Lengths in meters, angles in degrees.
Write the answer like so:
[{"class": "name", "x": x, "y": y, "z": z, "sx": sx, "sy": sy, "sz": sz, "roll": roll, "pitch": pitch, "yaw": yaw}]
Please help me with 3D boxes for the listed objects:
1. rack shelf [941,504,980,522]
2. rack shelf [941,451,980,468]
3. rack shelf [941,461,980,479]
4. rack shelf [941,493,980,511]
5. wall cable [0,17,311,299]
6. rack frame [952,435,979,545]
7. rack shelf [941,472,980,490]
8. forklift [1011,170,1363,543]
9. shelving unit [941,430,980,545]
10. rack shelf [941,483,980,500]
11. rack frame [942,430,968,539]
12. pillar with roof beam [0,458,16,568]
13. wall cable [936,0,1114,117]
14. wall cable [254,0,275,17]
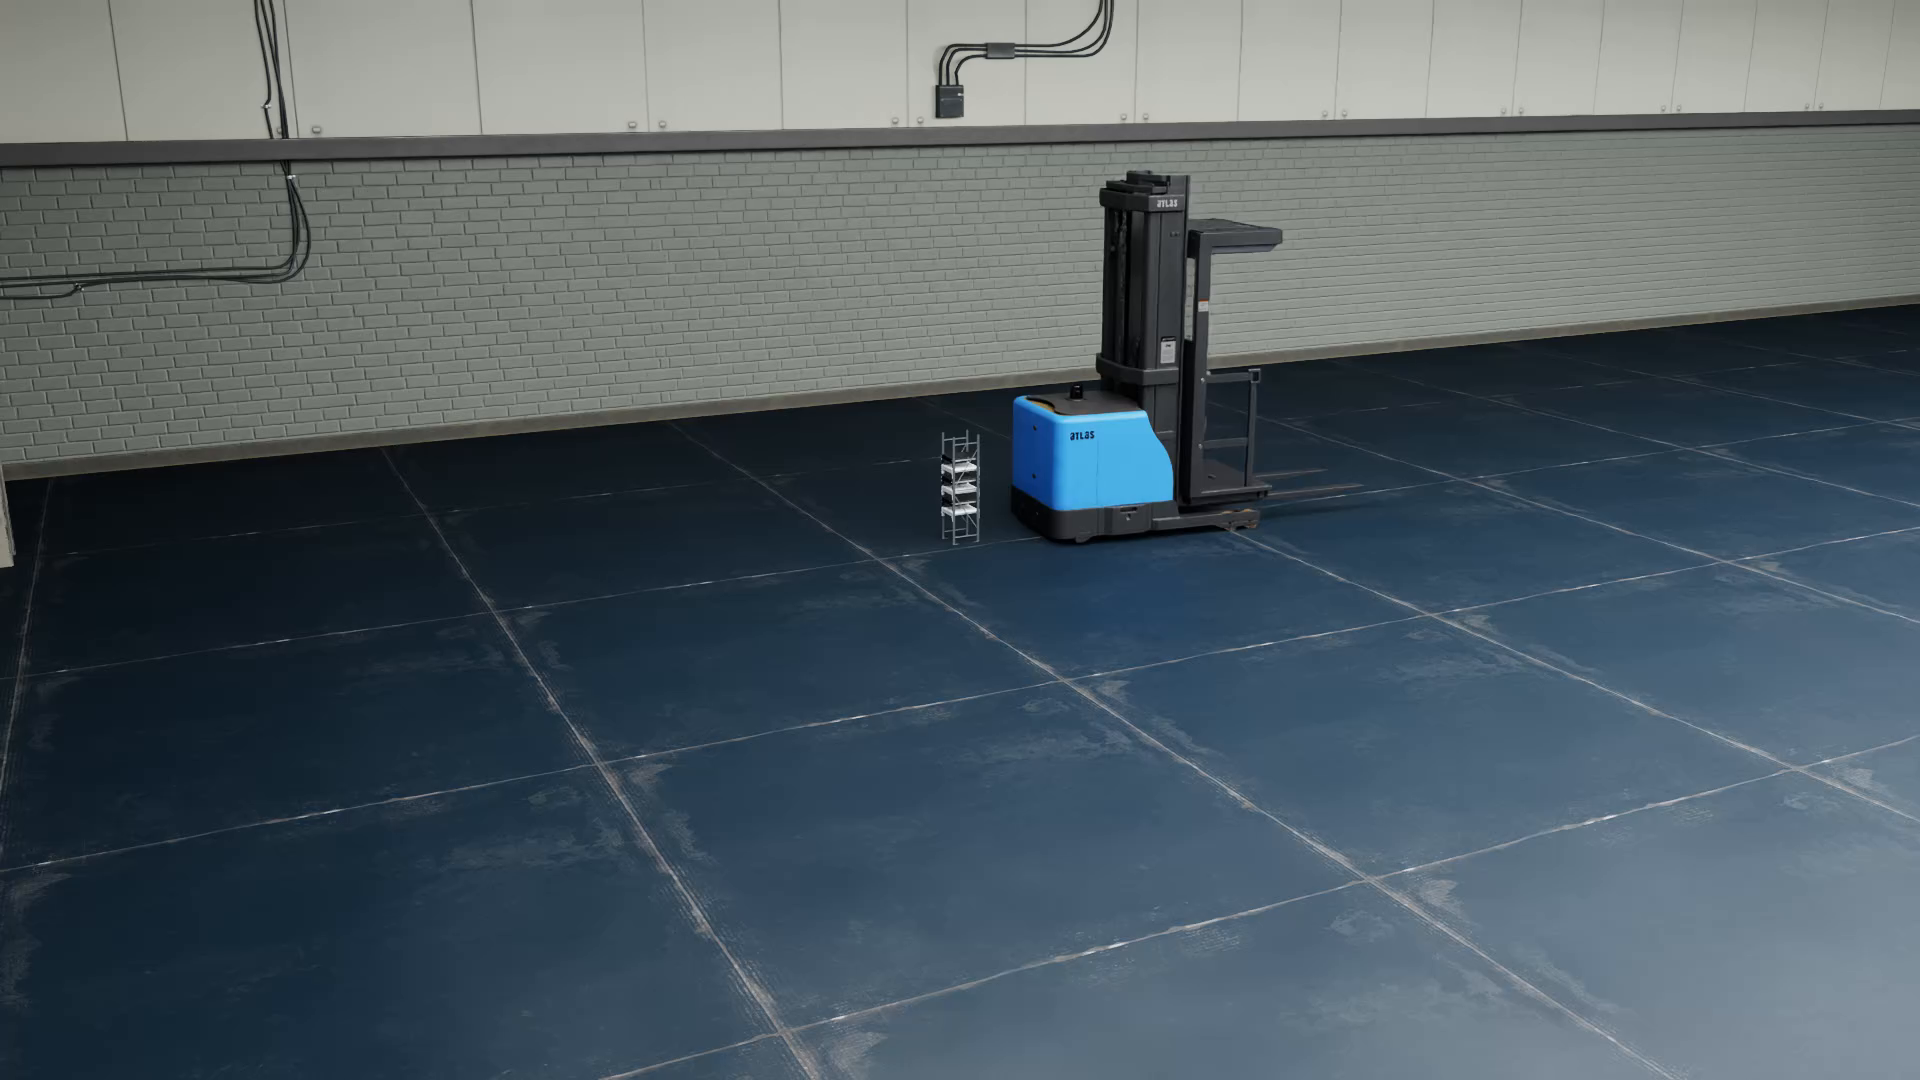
[{"class": "rack shelf", "x": 0.004, "y": -0.225, "z": 13.678, "sx": 0.258, "sy": 0.077, "sz": 0.200, "roll": -8, "pitch": 18, "yaw": -25}, {"class": "rack shelf", "x": 0.004, "y": -0.658, "z": 13.554, "sx": 0.258, "sy": 0.077, "sz": 0.200, "roll": -8, "pitch": 18, "yaw": -25}, {"class": "rack shelf", "x": 0.004, "y": -0.572, "z": 13.579, "sx": 0.258, "sy": 0.077, "sz": 0.200, "roll": -8, "pitch": 18, "yaw": -25}, {"class": "rack shelf", "x": 0.004, "y": -0.312, "z": 13.654, "sx": 0.258, "sy": 0.077, "sz": 0.200, "roll": -8, "pitch": 18, "yaw": -25}, {"class": "wall cable", "x": -7.750, "y": -3.549, "z": 15.434, "sx": 3.097, "sy": 2.526, "sz": 0.112, "roll": -8, "pitch": 18, "yaw": -25}, {"class": "rack frame", "x": 0.048, "y": -0.405, "z": 13.532, "sx": 0.240, "sy": 0.900, "sz": 0.006, "roll": -8, "pitch": 18, "yaw": -25}, {"class": "rack shelf", "x": 0.004, "y": -0.485, "z": 13.604, "sx": 0.258, "sy": 0.077, "sz": 0.200, "roll": -8, "pitch": 18, "yaw": -25}, {"class": "forklift", "x": 2.011, "y": -1.616, "z": 14.069, "sx": 3.031, "sy": 2.935, "sz": 1.130, "roll": -6, "pitch": 17, "yaw": -19}, {"class": "shelving unit", "x": 0.004, "y": -0.431, "z": 13.620, "sx": 0.258, "sy": 0.900, "sz": 0.210, "roll": -8, "pitch": 18, "yaw": -25}, {"class": "rack shelf", "x": 0.004, "y": -0.398, "z": 13.629, "sx": 0.258, "sy": 0.077, "sz": 0.200, "roll": -8, "pitch": 18, "yaw": -25}, {"class": "rack frame", "x": -0.041, "y": -0.456, "z": 13.707, "sx": 0.240, "sy": 0.900, "sz": 0.006, "roll": -8, "pitch": 18, "yaw": -25}, {"class": "pillar with roof beam", "x": -3.779, "y": -4.672, "z": 13.716, "sx": 9.100, "sy": 9.000, "sz": 0.400, "roll": -8, "pitch": 18, "yaw": -25}, {"class": "wall cable", "x": 0.790, "y": -7.820, "z": 18.520, "sx": 2.305, "sy": 6.003, "sz": 0.169, "roll": -8, "pitch": 18, "yaw": -25}, {"class": "wall cable", "x": -5.319, "y": -6.304, "z": 15.876, "sx": 3.097, "sy": 2.526, "sz": 0.112, "roll": -8, "pitch": 18, "yaw": -25}]
